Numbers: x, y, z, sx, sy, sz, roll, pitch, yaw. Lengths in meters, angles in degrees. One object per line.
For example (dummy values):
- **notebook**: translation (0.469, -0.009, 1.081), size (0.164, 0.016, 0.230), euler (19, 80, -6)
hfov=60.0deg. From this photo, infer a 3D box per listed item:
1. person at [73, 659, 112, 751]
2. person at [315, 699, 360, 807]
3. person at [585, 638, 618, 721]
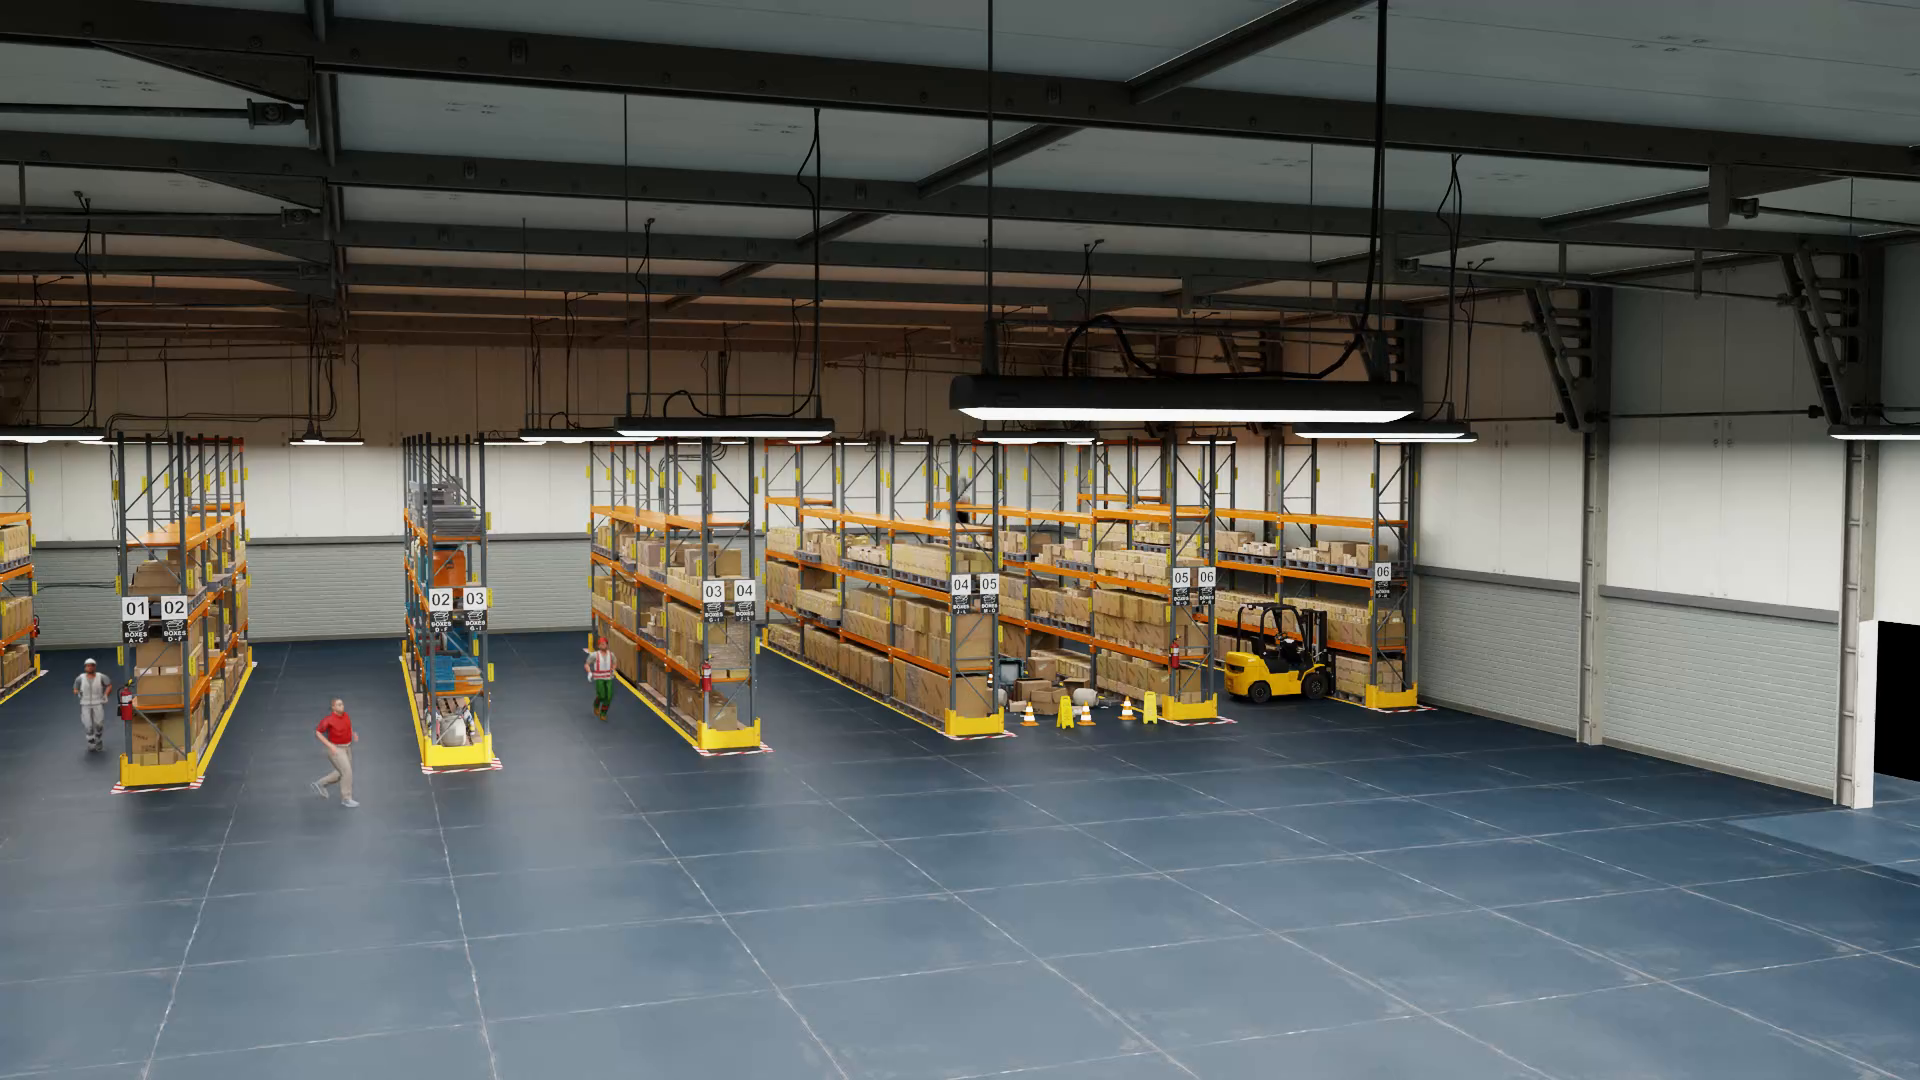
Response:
- **person**: translation (-16.264, 3.103, 31.166), size (0.641, 1.746, 0.601), euler (-1, 3, -23)
- **person**: translation (-9.986, 3.399, 26.674), size (0.801, 1.730, 0.654), euler (1, 3, 14)
- **person**: translation (-7.458, 2.920, 34.825), size (0.653, 1.742, 0.587), euler (-2, 4, -32)
